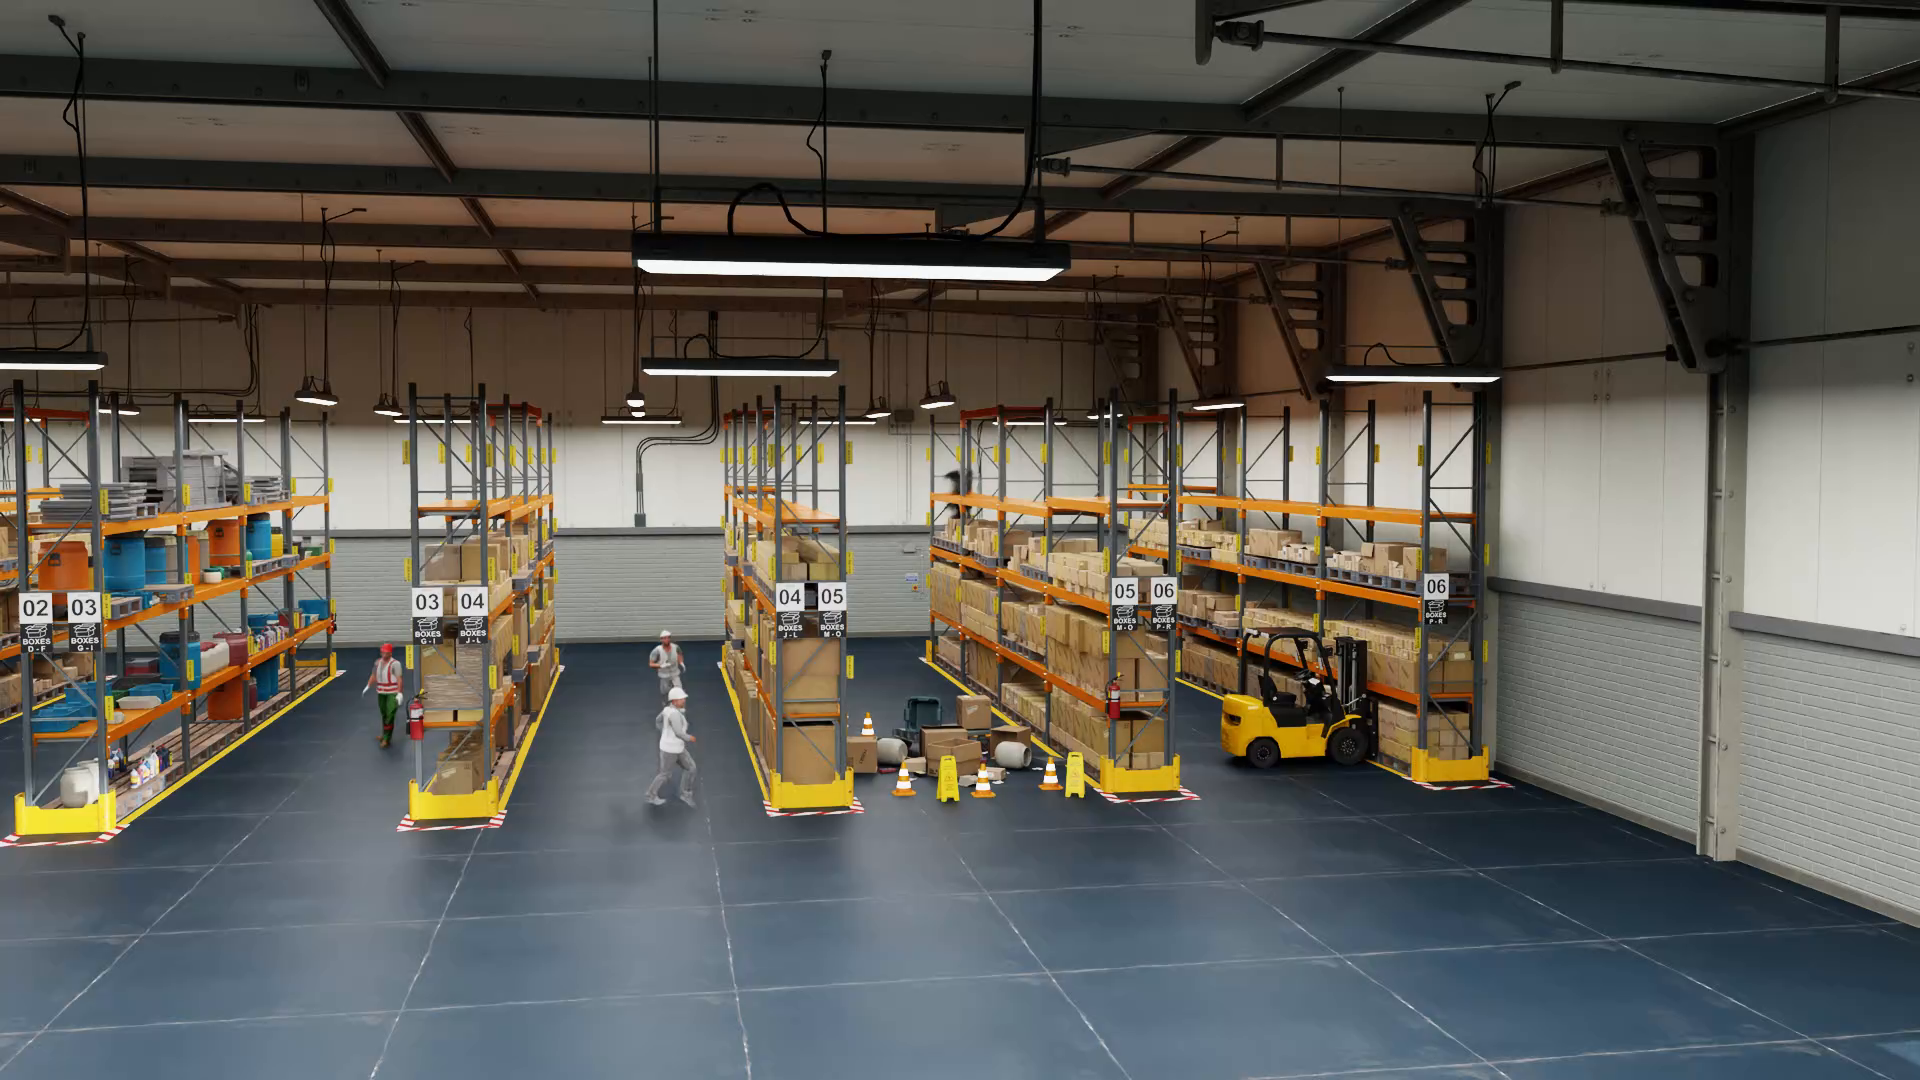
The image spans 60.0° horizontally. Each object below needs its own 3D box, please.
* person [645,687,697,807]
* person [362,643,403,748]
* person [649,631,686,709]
[{"bbox_3d":[-4.096,2.961,23.426,0.748,1.794,0.707,0,3,-1],"label":"person"},{"bbox_3d":[-9.982,2.665,28.828,0.750,1.779,0.766,1,3,19],"label":"person"},{"bbox_3d":[-5.454,2.549,30.911,0.686,1.754,1.013,-1,3,-23],"label":"person"}]
